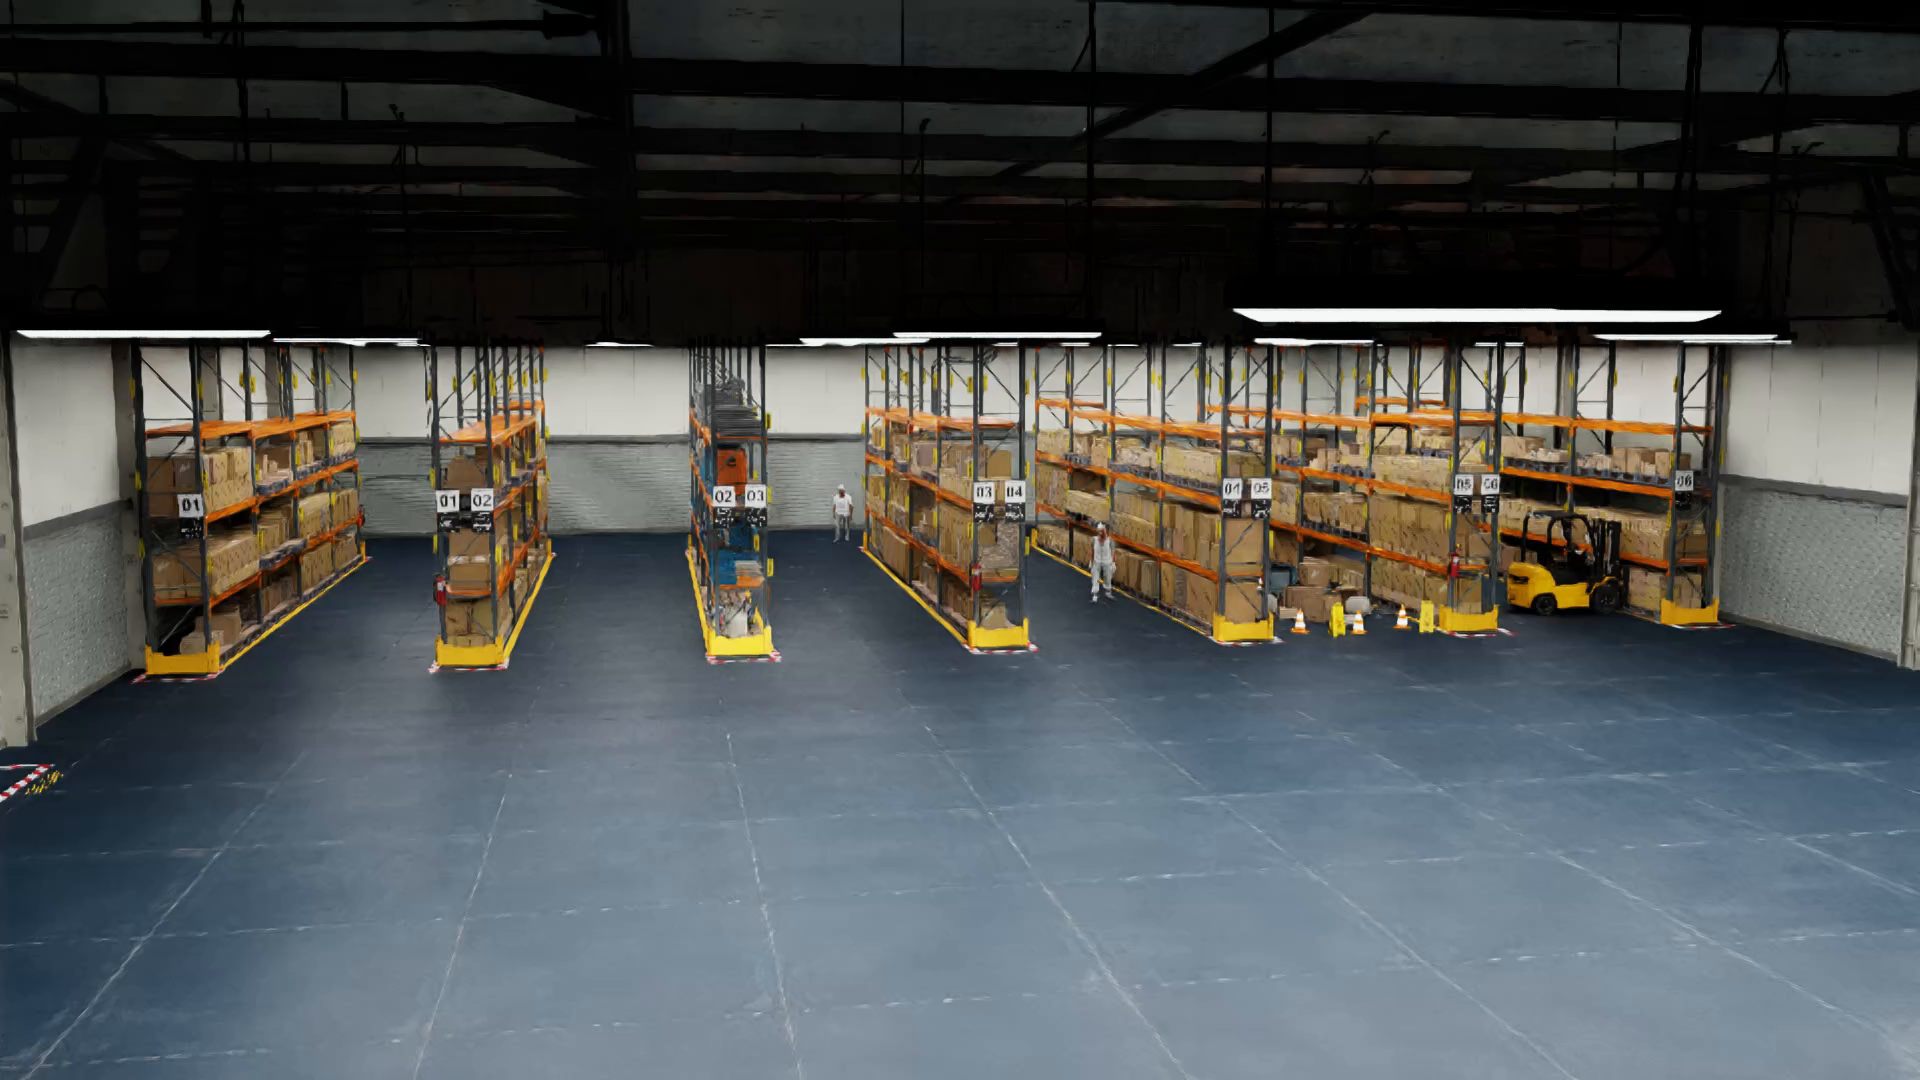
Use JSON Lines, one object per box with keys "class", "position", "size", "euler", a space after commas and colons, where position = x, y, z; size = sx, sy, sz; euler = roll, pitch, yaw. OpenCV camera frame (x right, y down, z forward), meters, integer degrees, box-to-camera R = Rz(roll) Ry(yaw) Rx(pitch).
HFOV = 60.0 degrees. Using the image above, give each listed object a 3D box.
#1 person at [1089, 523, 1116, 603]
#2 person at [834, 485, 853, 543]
{"class": "person", "position": [3.074, 0.484, 35.824], "size": [0.596, 1.724, 0.976], "euler": [1, 7, 9]}
{"class": "person", "position": [-3.474, -0.782, 49.353], "size": [0.599, 1.728, 0.940], "euler": [1, 7, 5]}
